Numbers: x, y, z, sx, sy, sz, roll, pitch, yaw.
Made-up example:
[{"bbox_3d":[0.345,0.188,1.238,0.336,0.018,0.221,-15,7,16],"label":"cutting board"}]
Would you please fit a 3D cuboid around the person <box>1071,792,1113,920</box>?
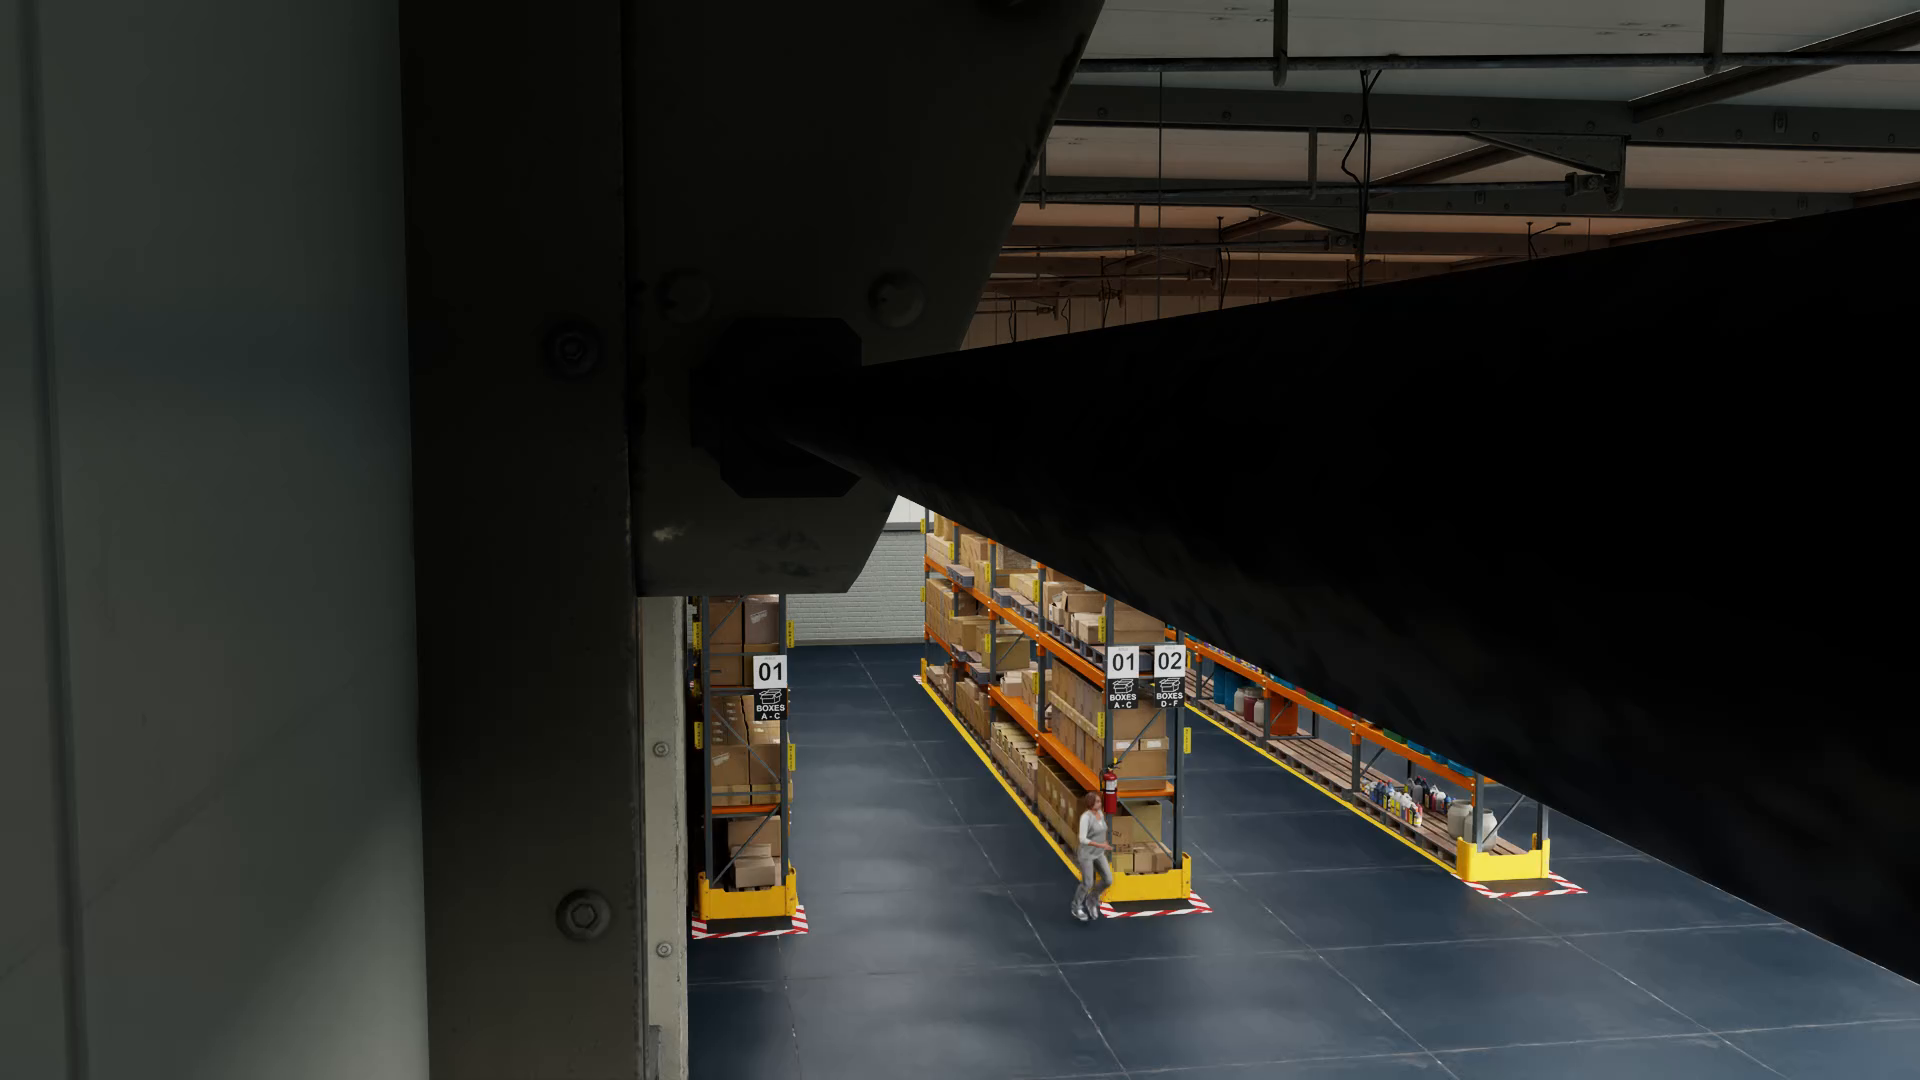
[{"bbox_3d":[1.616,3.791,19.912,0.638,1.584,0.563,5,7,44],"label":"person"}]
